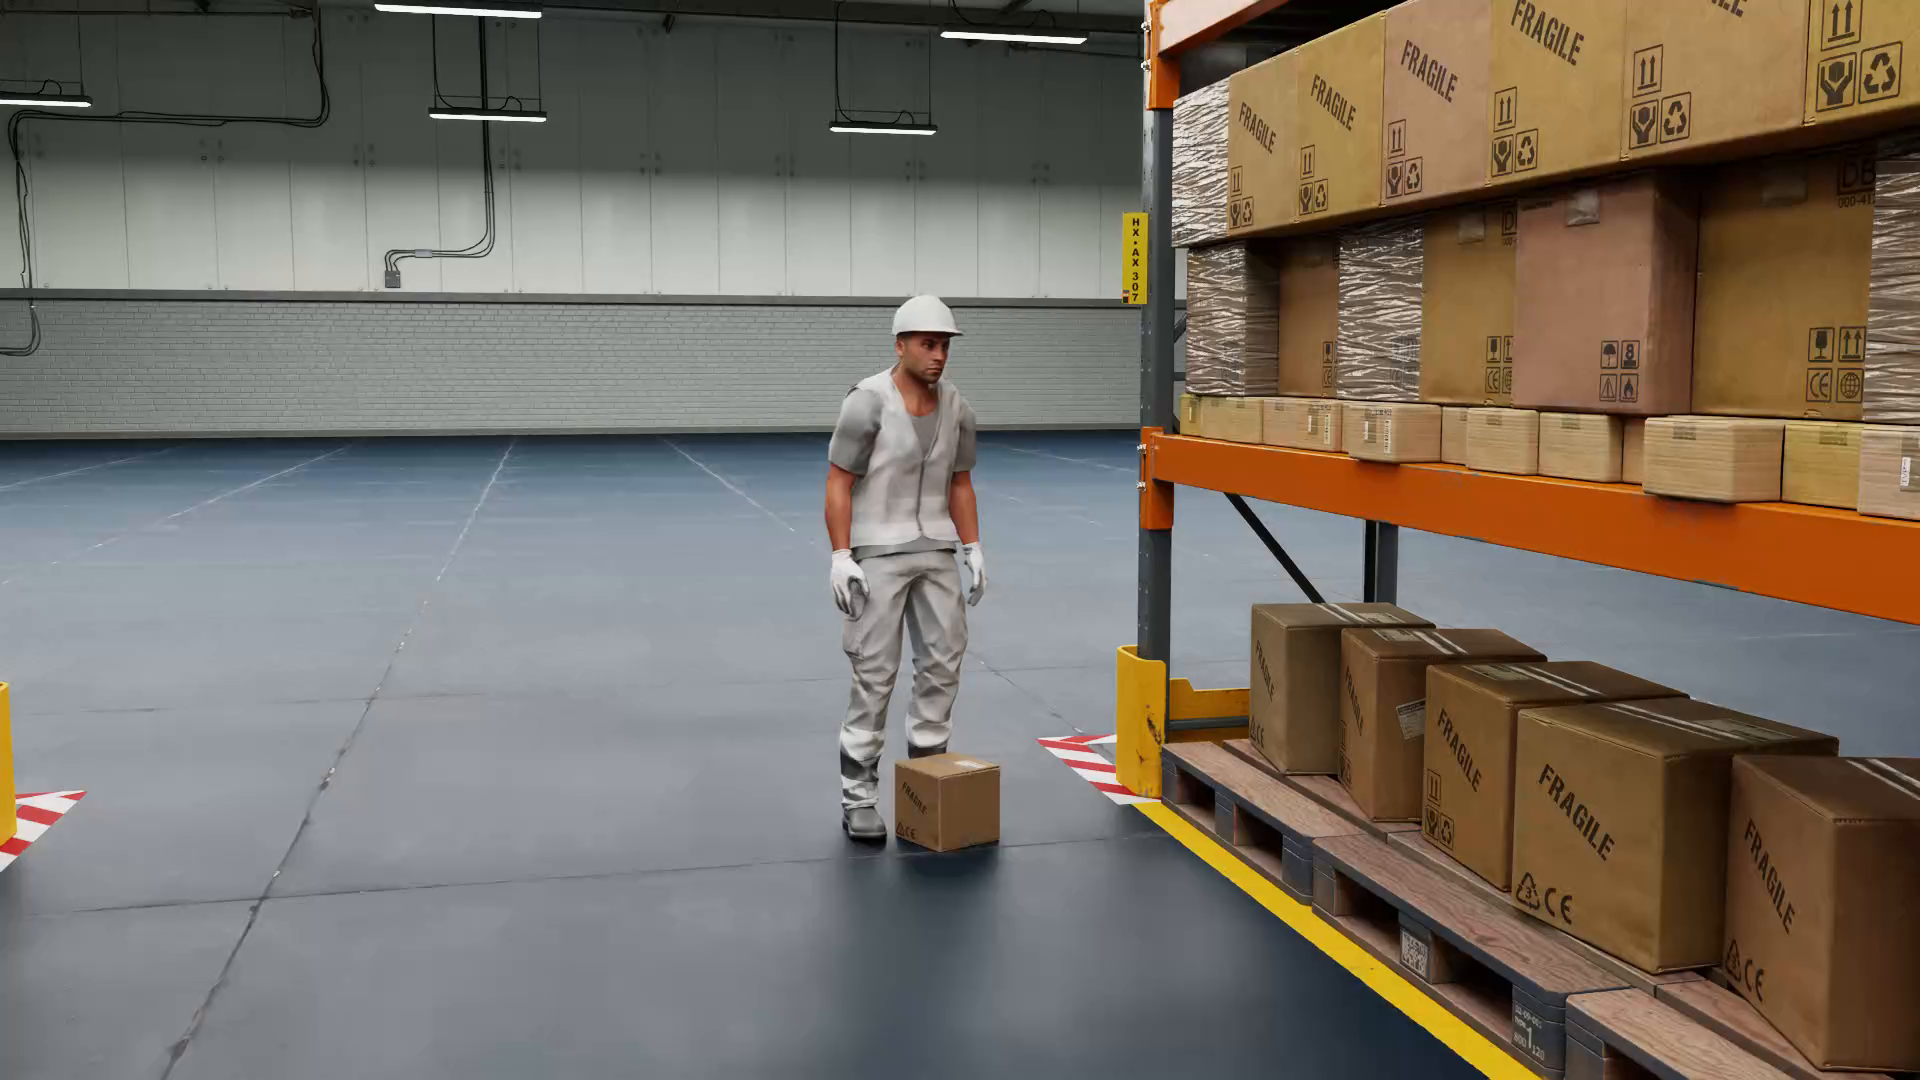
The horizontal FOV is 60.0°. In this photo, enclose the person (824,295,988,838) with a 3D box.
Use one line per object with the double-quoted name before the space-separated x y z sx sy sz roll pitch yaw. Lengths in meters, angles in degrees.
"person" -0.170 0.080 5.568 0.610 1.779 0.455 -4 7 -33
